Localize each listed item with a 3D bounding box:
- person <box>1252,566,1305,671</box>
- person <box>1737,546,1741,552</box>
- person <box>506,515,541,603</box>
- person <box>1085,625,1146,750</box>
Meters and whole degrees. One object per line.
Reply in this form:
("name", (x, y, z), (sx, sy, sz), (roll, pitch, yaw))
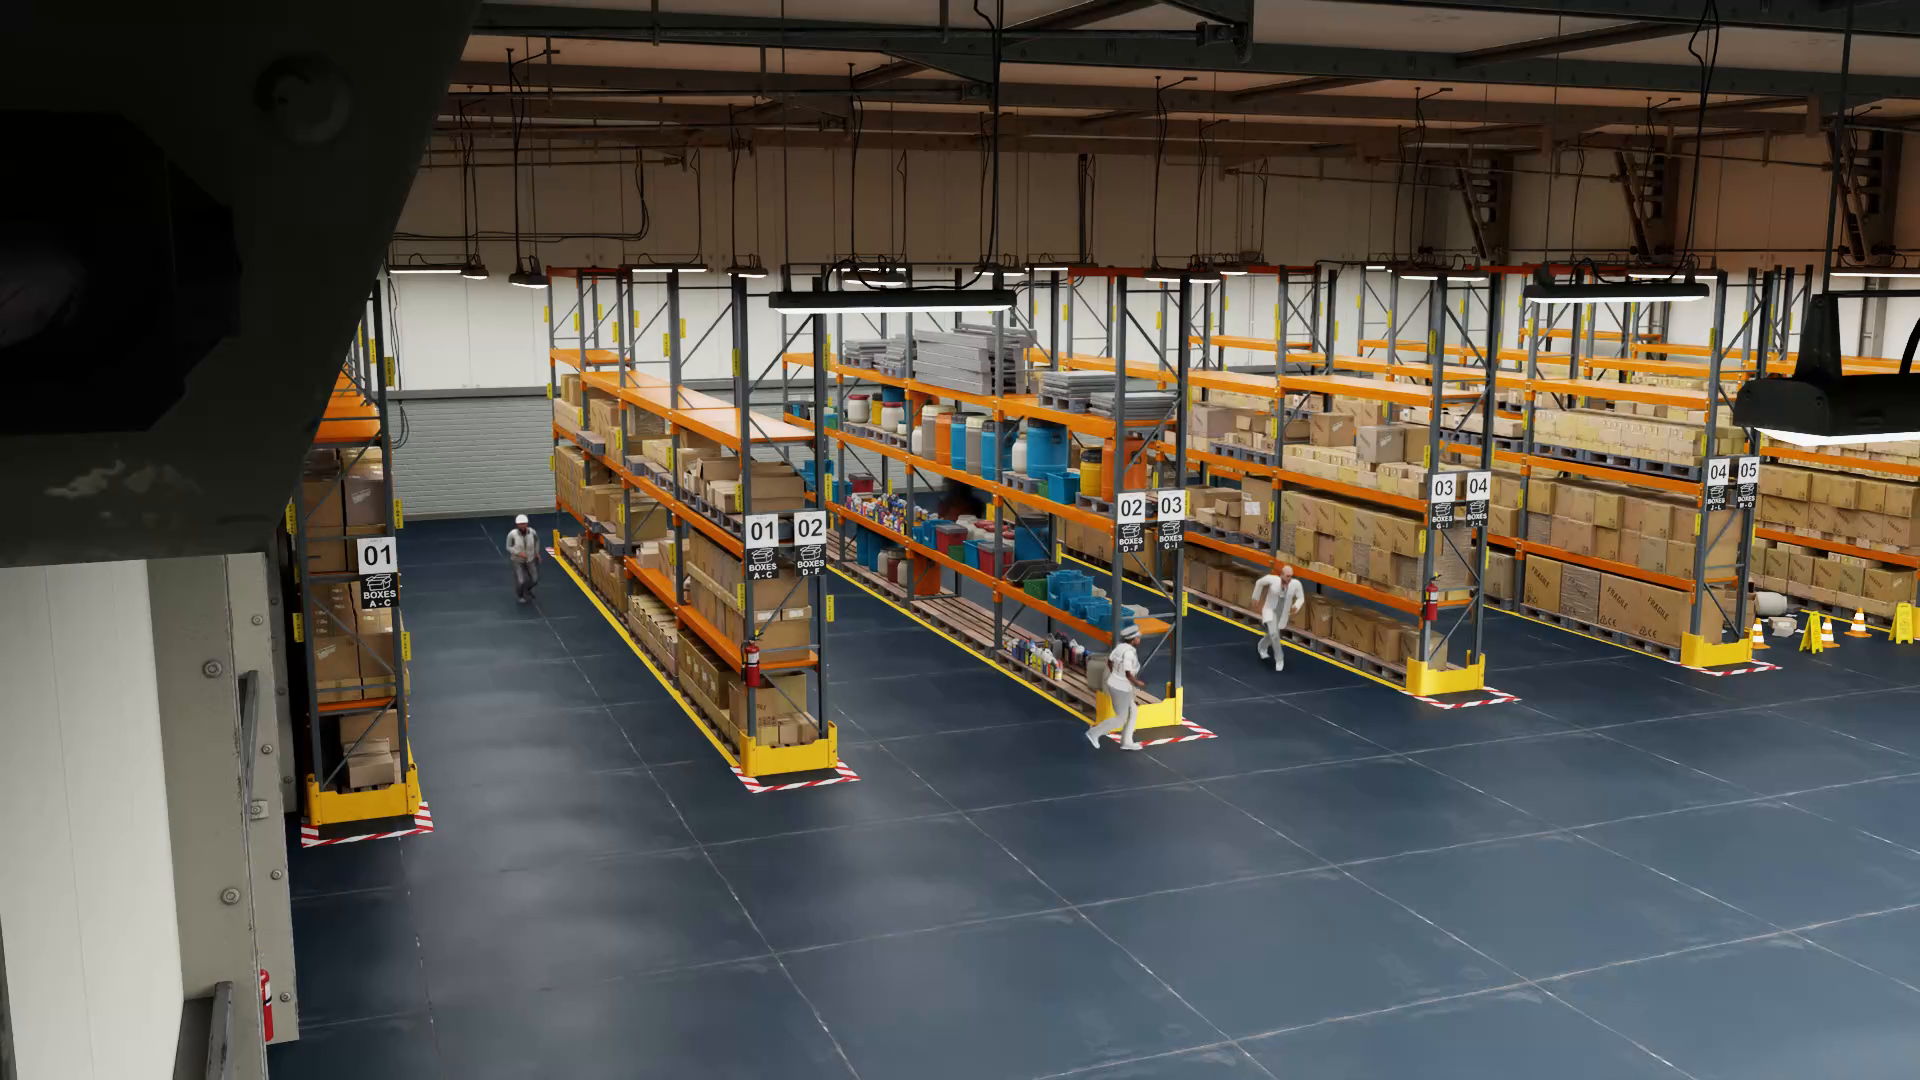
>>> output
("person", (4.844, 1.119, 25.473), (0.728, 1.615, 1.155), (-1, 10, -5))
("person", (15.580, -0.405, 34.034), (0.654, 1.697, 0.905), (-4, 11, -23))
("person", (-7.846, 0.343, 29.911), (0.650, 1.664, 0.752), (-6, 12, -31))
("person", (1.969, 1.897, 21.110), (0.776, 1.644, 0.571), (-1, 10, -6))
